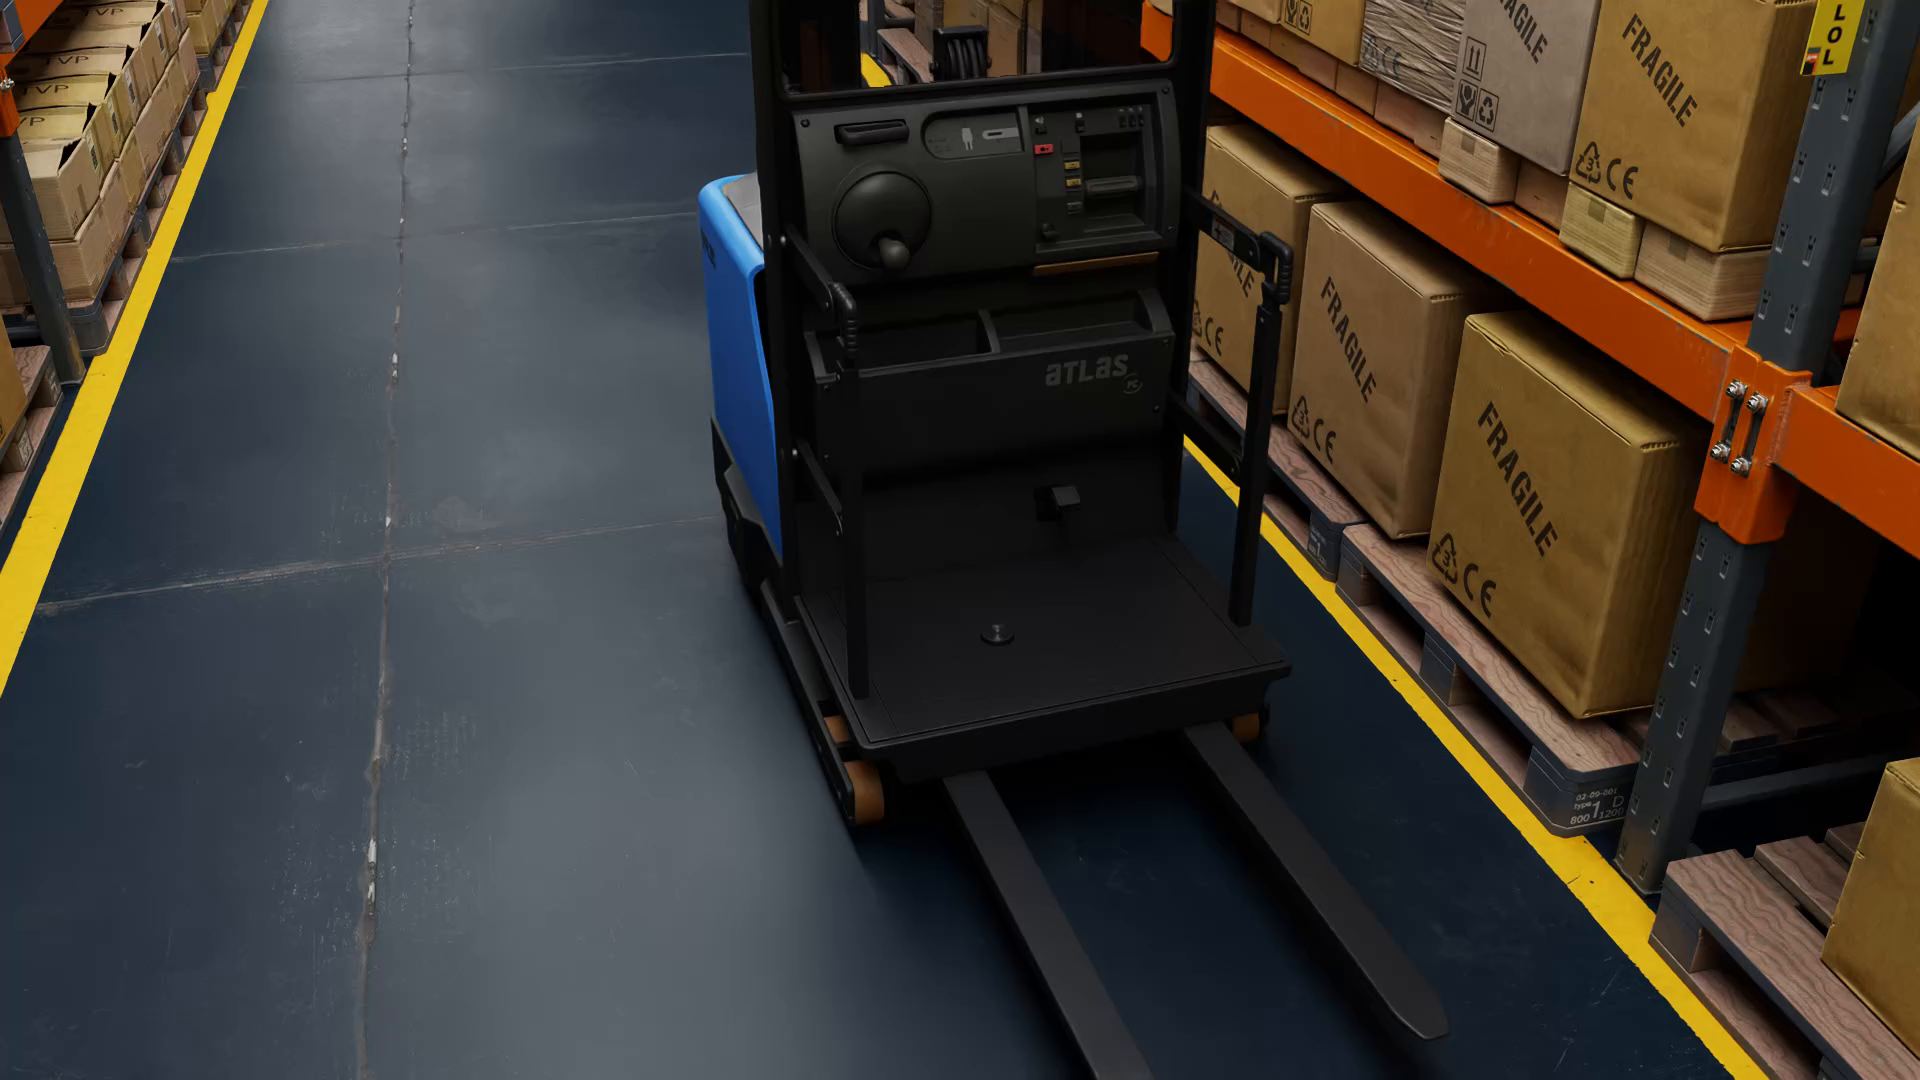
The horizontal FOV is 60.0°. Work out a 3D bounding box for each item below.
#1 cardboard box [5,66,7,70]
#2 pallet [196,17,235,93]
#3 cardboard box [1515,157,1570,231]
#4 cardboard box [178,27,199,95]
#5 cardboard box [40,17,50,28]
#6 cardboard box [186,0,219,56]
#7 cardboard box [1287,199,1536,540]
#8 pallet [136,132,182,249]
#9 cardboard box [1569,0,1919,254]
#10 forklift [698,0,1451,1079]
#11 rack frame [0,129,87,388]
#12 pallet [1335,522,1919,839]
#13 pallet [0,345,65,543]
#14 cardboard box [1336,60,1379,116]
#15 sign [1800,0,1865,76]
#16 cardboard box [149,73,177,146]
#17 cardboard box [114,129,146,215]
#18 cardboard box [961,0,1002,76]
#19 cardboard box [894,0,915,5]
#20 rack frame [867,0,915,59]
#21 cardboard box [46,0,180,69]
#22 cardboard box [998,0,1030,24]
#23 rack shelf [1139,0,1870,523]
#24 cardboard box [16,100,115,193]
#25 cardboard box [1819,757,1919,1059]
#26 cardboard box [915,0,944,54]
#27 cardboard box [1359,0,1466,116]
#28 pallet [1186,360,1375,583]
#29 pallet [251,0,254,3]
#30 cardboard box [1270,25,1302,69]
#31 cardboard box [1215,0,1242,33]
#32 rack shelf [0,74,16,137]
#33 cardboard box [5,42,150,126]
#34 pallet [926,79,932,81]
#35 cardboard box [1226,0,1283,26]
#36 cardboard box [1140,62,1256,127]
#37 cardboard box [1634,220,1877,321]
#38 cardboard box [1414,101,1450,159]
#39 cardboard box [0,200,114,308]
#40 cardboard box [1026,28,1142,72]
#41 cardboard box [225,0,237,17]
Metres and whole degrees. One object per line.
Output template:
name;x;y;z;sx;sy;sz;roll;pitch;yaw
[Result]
cardboard box;-4.583;-2.031;7.530;0.500;0.311;0.500;-7;31;-12
pallet;-5.032;-2.954;10.143;1.003;0.211;1.213;-8;31;-13
cardboard box;1.559;-0.844;3.944;0.380;0.149;0.250;-7;31;-12
cardboard box;-4.472;-2.602;9.076;0.500;0.250;0.500;-8;31;-14
cardboard box;-4.864;-2.531;8.394;0.500;0.311;0.500;-8;31;-14
cardboard box;-4.693;-3.028;9.812;0.500;0.250;0.500;-8;31;-13
cardboard box;1.500;-0.545;4.924;0.750;0.750;0.750;-7;31;-12
pallet;-4.301;-1.624;7.845;1.003;0.211;1.213;-8;31;-13
cardboard box;1.671;-0.938;3.460;0.500;0.500;0.500;-8;31;-14
forklift;0.148;-0.801;3.708;1.130;2.935;3.031;-9;31;-16
rack frame;-3.800;-1.840;5.434;1.000;3.000;0.127;-8;31;-13
pallet;1.759;0.276;4.562;1.003;0.211;1.213;-8;31;-13
pallet;-3.638;-0.267;5.501;1.003;0.211;1.213;-8;31;-13
cardboard box;1.320;-1.343;4.807;0.380;0.149;0.250;-7;31;-12
sign;1.516;-0.958;2.834;0.100;0.325;0.005;-8;31;-13
cardboard box;-4.203;-2.110;8.227;0.500;0.250;0.500;-7;31;-12
cardboard box;-3.934;-1.616;7.374;0.500;0.250;0.500;-9;31;-15
cardboard box;0.407;-2.693;8.964;0.700;0.500;0.500;-8;31;-13
cardboard box;-0.258;-3.651;10.952;0.380;0.166;0.250;-12;32;-20
rack frame;-0.087;-4.432;9.913;1.000;3.000;0.127;-8;31;-13
cardboard box;-4.334;-2.598;8.510;0.500;0.311;0.500;-7;31;-12
cardboard box;0.501;-2.805;8.410;0.500;0.250;0.500;-8;31;-14
rack shelf;1.506;-1.223;5.086;1.077;0.370;4.000;-8;31;-13
cardboard box;-3.803;-1.619;6.818;0.500;0.311;0.500;-9;31;-15
cardboard box;2.136;0.707;3.111;0.700;0.500;0.500;-7;31;-13
cardboard box;0.125;-3.187;9.818;0.700;0.500;0.500;-7;31;-12
cardboard box;1.401;-1.427;4.305;0.500;0.500;0.500;-8;31;-13
pallet;1.432;-0.314;5.582;1.003;0.211;1.213;-8;31;-13
pallet;-5.680;-4.133;12.180;1.003;0.211;1.213;-8;31;-13
cardboard box;1.207;-1.593;5.238;0.380;0.149;0.250;-7;31;-13
cardboard box;1.072;-1.843;5.670;0.380;0.149;0.250;-8;31;-14
rack shelf;-3.269;-0.562;3.945;1.077;0.370;4.000;-8;31;-13
cardboard box;-4.074;-2.114;7.673;0.500;0.311;0.500;-8;31;-14
pallet;0.449;-2.259;8.942;1.003;0.211;1.213;-8;31;-13
cardboard box;1.118;-1.918;5.153;0.500;0.500;0.500;-8;31;-13
cardboard box;1.044;-1.379;6.365;0.750;0.750;0.750;-8;31;-14
cardboard box;1.674;-0.594;3.512;0.380;0.149;0.250;-8;31;-13
cardboard box;1.431;-1.090;4.370;0.380;0.149;0.250;-8;31;-13
cardboard box;-3.656;-1.123;6.522;0.500;0.250;0.500;-8;31;-13
cardboard box;0.709;-2.214;8.136;0.700;0.500;0.500;-8;31;-13
cardboard box;-4.948;-3.512;10.649;0.500;0.250;0.500;-8;31;-13
